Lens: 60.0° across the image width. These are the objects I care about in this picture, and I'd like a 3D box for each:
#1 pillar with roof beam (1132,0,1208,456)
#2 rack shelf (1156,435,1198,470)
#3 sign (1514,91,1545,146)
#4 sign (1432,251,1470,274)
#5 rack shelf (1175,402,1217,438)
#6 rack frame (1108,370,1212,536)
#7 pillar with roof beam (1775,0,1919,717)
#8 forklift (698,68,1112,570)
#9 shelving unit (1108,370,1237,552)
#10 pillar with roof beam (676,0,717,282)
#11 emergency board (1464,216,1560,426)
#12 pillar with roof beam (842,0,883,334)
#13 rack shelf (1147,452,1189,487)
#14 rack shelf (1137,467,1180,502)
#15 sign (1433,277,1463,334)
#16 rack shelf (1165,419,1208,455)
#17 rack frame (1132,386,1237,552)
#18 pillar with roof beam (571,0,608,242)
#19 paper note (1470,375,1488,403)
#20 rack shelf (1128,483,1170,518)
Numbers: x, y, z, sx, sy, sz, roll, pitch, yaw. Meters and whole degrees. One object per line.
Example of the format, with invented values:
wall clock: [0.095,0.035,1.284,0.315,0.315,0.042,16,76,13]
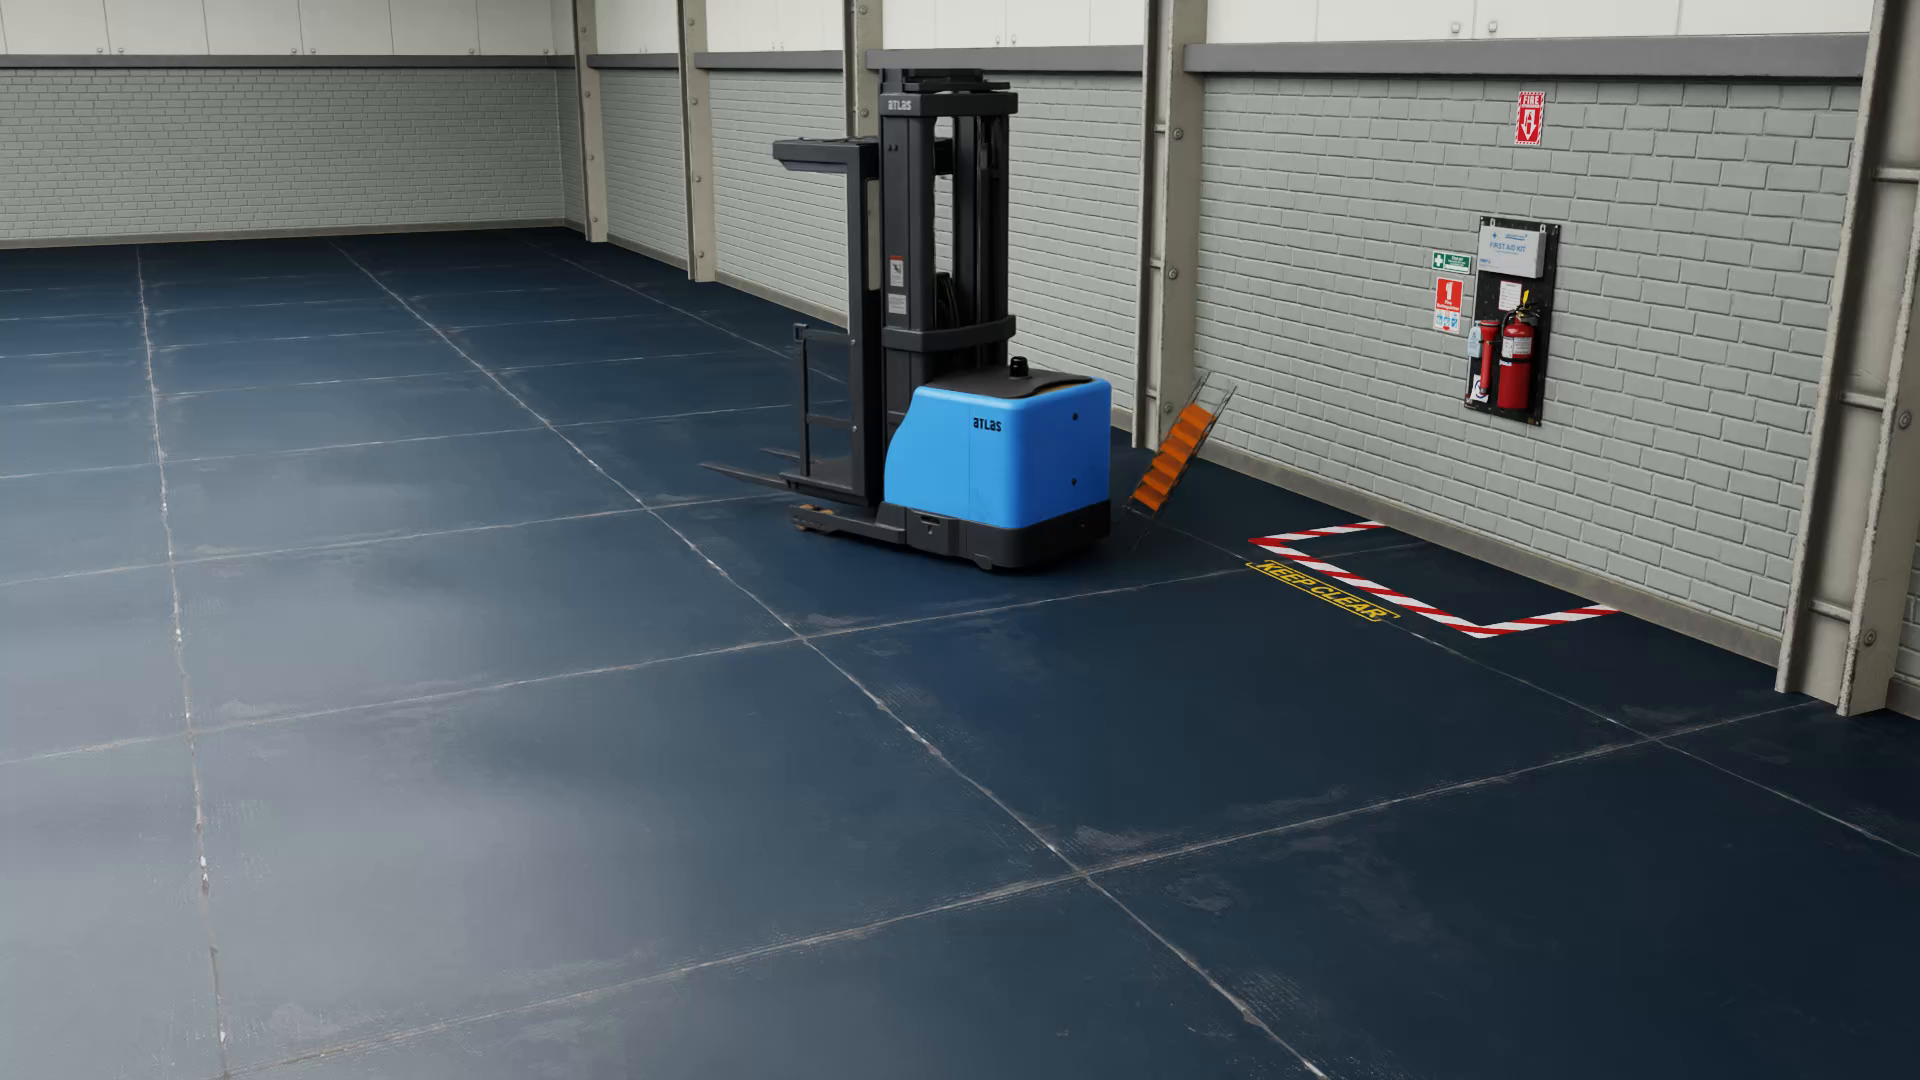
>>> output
pillar with roof beam: [-2.267,-4.526,10.210,9.100,9.000,0.400,-8,18,-25]
rack shelf: [1.351,-0.546,10.320,0.180,0.103,0.258,34,26,12]
sign: [3.269,-2.421,9.546,0.001,0.298,0.199,-8,18,-25]
sign: [3.027,-1.712,10.253,0.001,0.109,0.331,-8,18,-25]
rack shelf: [1.453,-0.738,10.218,0.180,0.103,0.258,34,26,12]
rack frame: [1.244,-0.536,10.372,0.006,1.200,0.240,34,26,12]
pillar with roof beam: [0.361,-3.039,5.026,9.100,9.000,0.400,-8,18,-25]
forklift: [-0.493,-1.540,10.803,3.031,2.935,1.130,13,21,38]
shelving unit: [1.318,-0.486,10.352,0.189,1.200,0.258,34,26,12]
pillar with roof beam: [-7.524,-7.502,20.579,9.100,9.000,0.400,-8,18,-25]
emergency board: [3.183,-1.293,9.817,0.194,1.169,0.643,-8,18,-25]
pillar with roof beam: [-4.896,-6.014,15.394,9.100,9.000,0.400,-8,18,-25]
rack shelf: [1.299,-0.450,10.371,0.180,0.103,0.258,34,26,12]
rack shelf: [1.248,-0.355,10.422,0.180,0.103,0.258,34,26,12]
sign: [3.033,-1.459,10.333,0.001,0.329,0.234,-8,18,-25]
rack shelf: [1.402,-0.642,10.269,0.180,0.103,0.258,34,26,12]
rack frame: [1.393,-0.436,10.333,0.006,1.200,0.240,34,26,12]
pillar with roof beam: [-10.153,-8.990,25.763,9.100,9.000,0.400,-8,18,-25]
paper note: [3.167,-0.921,10.121,0.016,0.148,0.142,-8,18,-25]
rack shelf: [1.197,-0.259,10.473,0.180,0.103,0.258,34,26,12]
